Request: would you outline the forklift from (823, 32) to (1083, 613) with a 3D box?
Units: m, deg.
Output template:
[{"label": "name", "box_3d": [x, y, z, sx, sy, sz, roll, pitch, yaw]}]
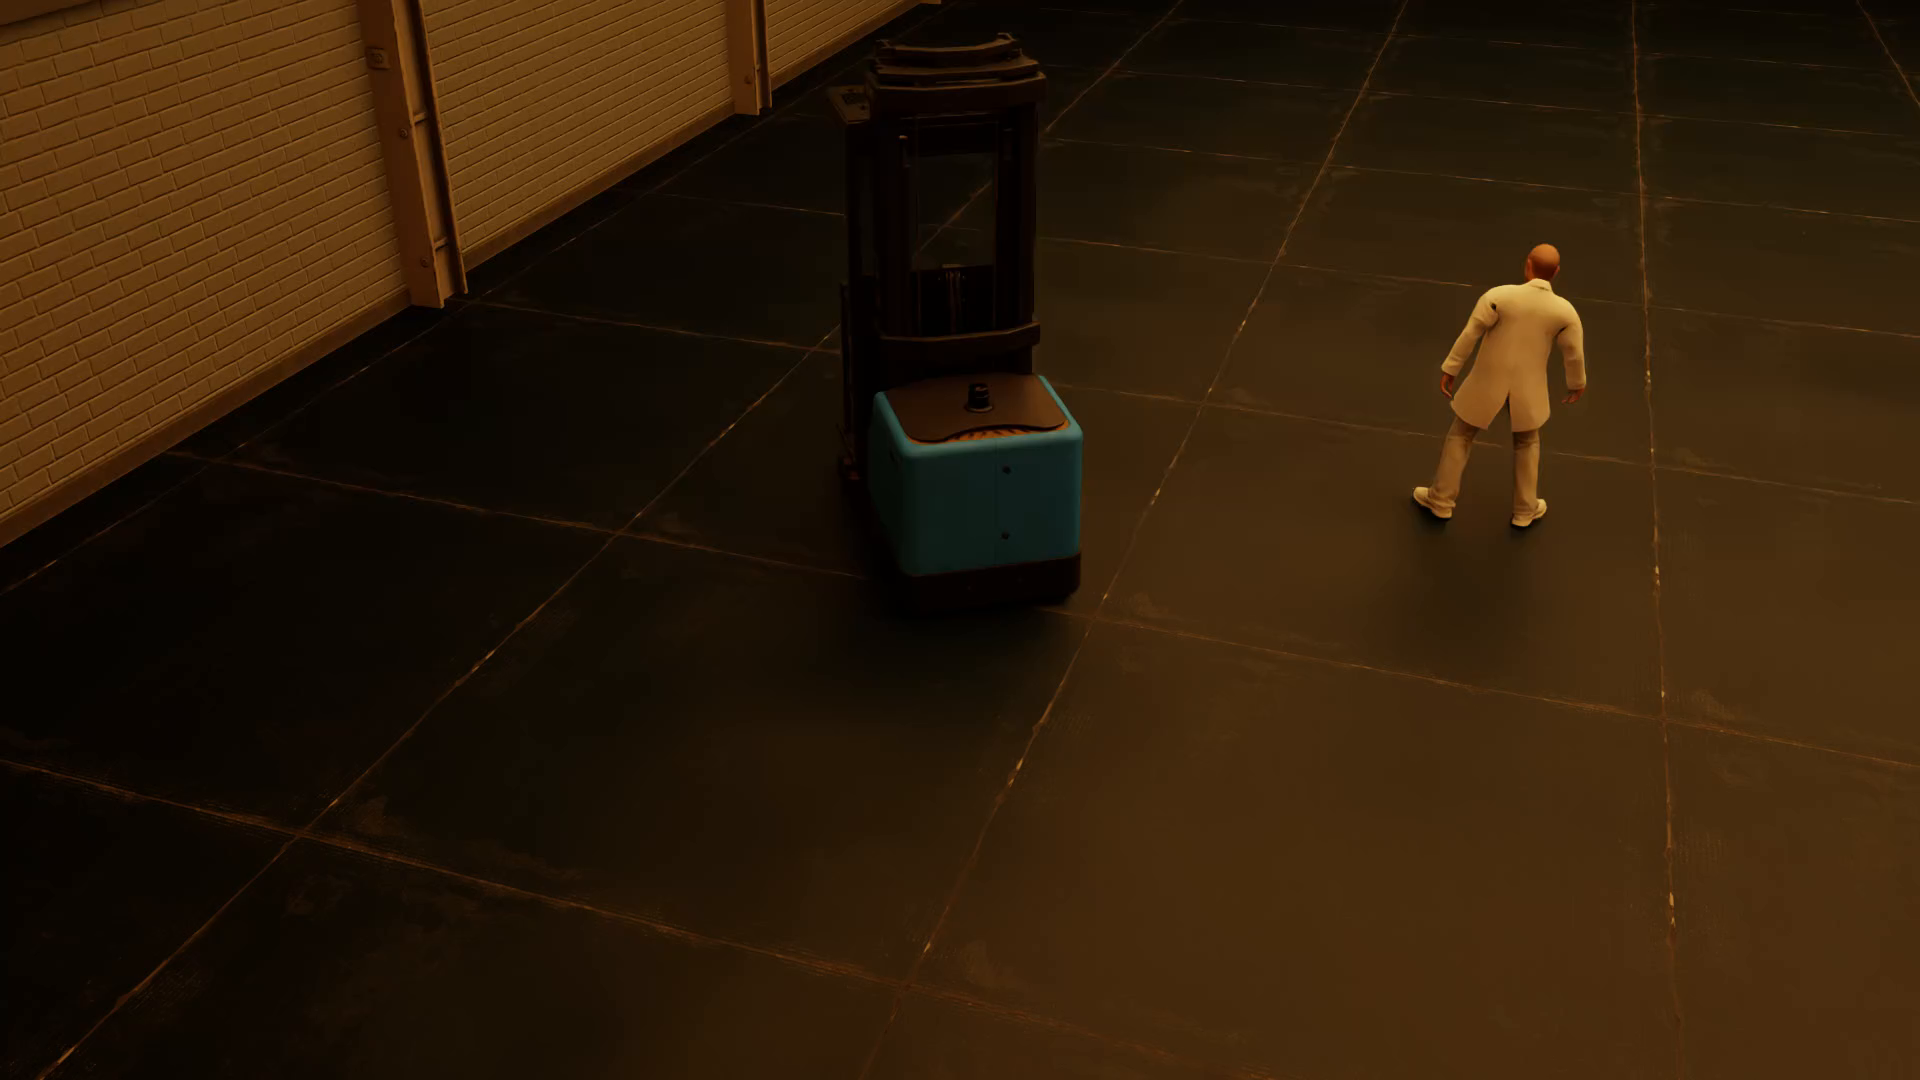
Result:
[{"label": "forklift", "box_3d": [-0.166, -1.583, 9.914, 1.130, 2.935, 3.031, -7, 30, -12]}]

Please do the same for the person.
[{"label": "person", "box_3d": [3.293, -0.930, 9.970, 0.891, 1.747, 0.370, 6, 30, 10]}]
